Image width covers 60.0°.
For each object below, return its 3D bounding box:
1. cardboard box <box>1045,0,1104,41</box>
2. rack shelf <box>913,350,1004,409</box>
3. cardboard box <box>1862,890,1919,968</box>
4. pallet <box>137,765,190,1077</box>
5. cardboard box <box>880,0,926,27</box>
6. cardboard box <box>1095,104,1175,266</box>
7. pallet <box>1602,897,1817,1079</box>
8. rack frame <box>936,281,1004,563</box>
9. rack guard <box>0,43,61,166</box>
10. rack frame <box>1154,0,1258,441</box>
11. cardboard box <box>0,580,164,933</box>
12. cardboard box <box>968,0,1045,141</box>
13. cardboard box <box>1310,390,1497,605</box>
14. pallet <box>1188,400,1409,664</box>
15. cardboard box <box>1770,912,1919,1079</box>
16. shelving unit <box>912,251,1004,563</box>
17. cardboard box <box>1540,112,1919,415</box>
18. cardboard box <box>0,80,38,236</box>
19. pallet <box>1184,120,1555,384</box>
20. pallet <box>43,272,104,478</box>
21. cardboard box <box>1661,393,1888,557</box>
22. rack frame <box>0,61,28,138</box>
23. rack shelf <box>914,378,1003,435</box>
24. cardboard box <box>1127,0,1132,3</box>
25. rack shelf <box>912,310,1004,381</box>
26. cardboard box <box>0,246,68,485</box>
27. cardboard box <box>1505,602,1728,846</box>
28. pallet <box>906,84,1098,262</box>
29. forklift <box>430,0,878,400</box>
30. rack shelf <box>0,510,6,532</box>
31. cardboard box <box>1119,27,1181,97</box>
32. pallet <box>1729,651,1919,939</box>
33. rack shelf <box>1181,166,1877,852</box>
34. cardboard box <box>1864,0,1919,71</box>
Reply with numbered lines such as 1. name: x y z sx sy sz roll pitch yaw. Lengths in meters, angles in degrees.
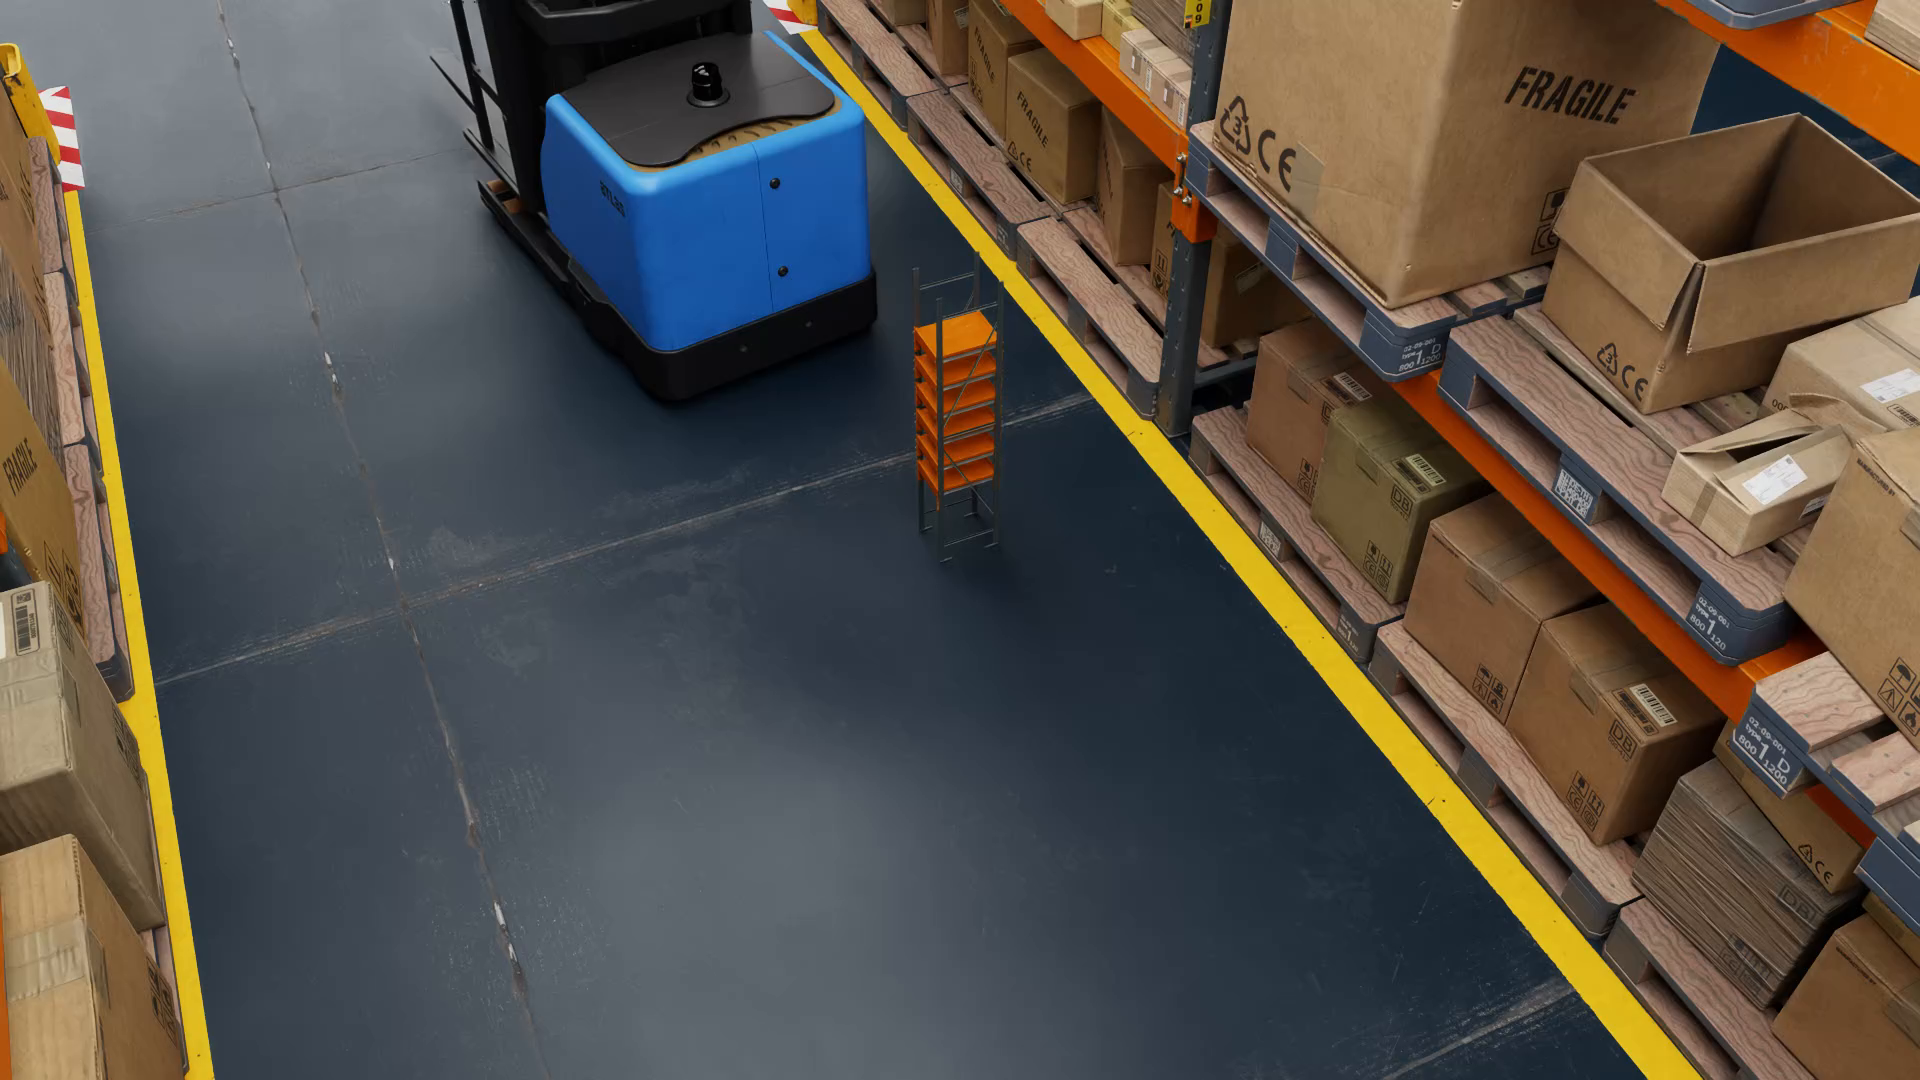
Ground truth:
1. cardboard box: 0.553 -2.079 6.400 0.380 0.149 0.250 -18 47 -17
2. rack shelf: -0.006 -0.576 5.701 0.258 0.103 0.180 -18 47 -17
3. cardboard box: 2.637 0.944 4.090 0.500 0.250 0.500 -16 47 -16
4. pallet: -2.886 1.210 4.874 1.003 0.211 1.213 -18 47 -17
5. cardboard box: -0.171 -3.059 8.695 0.500 0.500 0.500 -10 45 -10
6. cardboard box: 0.884 -1.542 7.158 0.500 0.500 0.500 -5 45 -5
7. pallet: 2.619 1.390 4.691 1.003 0.211 1.213 -18 47 -17
8. rack frame: 0.032 -0.378 5.779 0.240 1.200 0.006 -18 47 -17
9. rack guard: -4.971 -1.927 7.847 1.175 0.500 0.348 -18 47 -17
10. rack frame: 1.264 -1.653 5.790 1.000 3.000 0.127 -18 47 -17
11. cardboard box: -2.936 0.768 4.639 1.050 0.750 0.750 -18 47 -18
12. cardboard box: 0.358 -2.283 7.909 0.500 0.500 0.500 -14 46 -14
13. cardboard box: 1.686 -0.213 5.796 0.700 0.500 0.500 -18 47 -18
14. pallet: 1.593 -0.165 6.267 1.003 0.211 1.213 -18 47 -17
15. cardboard box: 2.646 1.208 4.356 0.700 0.500 0.500 -20 48 -19
16. shelving unit: -0.006 -0.436 5.838 0.258 1.200 0.189 -18 47 -17
17. cardboard box: 2.077 -0.762 4.514 0.797 0.503 0.637 -14 46 -13
18. cardboard box: -4.616 -1.782 7.134 0.875 0.875 0.875 -18 47 -17
19. pallet: 1.453 -1.055 5.320 1.003 0.211 1.213 -18 47 -17
20. pallet: -4.044 -0.546 6.653 1.003 0.211 1.213 -18 47 -17
21. cardboard box: 2.000 -0.188 4.102 0.396 0.266 0.258 -19 48 -19
22. rack frame: -4.961 -2.802 6.954 1.000 3.000 0.127 -18 47 -17
23. rack shelf: -0.006 -0.490 5.785 0.258 0.103 0.180 -18 47 -17
24. cardboard box: 0.953 -2.428 6.293 0.875 0.500 0.500 -18 47 -17
25. rack shelf: -0.006 -0.661 5.616 0.258 0.103 0.180 -18 47 -17
26. cardboard box: -3.862 -0.640 5.977 0.875 0.875 0.875 -18 47 -17
27. cardboard box: 2.156 0.499 5.075 0.700 0.500 0.500 -14 46 -14
28. pallet: 0.433 -1.856 7.981 1.003 0.211 1.213 -18 47 -17
29. forklift: -1.584 -2.618 6.816 1.130 2.935 3.031 -25 50 -23
30. rack shelf: -4.120 -1.271 5.915 1.077 0.370 4.000 -18 47 -17
31. cardboard box: 0.810 -1.776 6.093 0.380 0.149 0.250 -18 47 -17
32. pallet: 2.549 0.542 3.702 1.213 0.211 1.003 -18 47 -17
33. rack shelf: 2.105 -0.122 4.751 1.077 0.370 4.000 -18 47 -17
34. cardboard box: 2.094 -0.982 3.080 0.500 0.250 0.500 -17 47 -16
